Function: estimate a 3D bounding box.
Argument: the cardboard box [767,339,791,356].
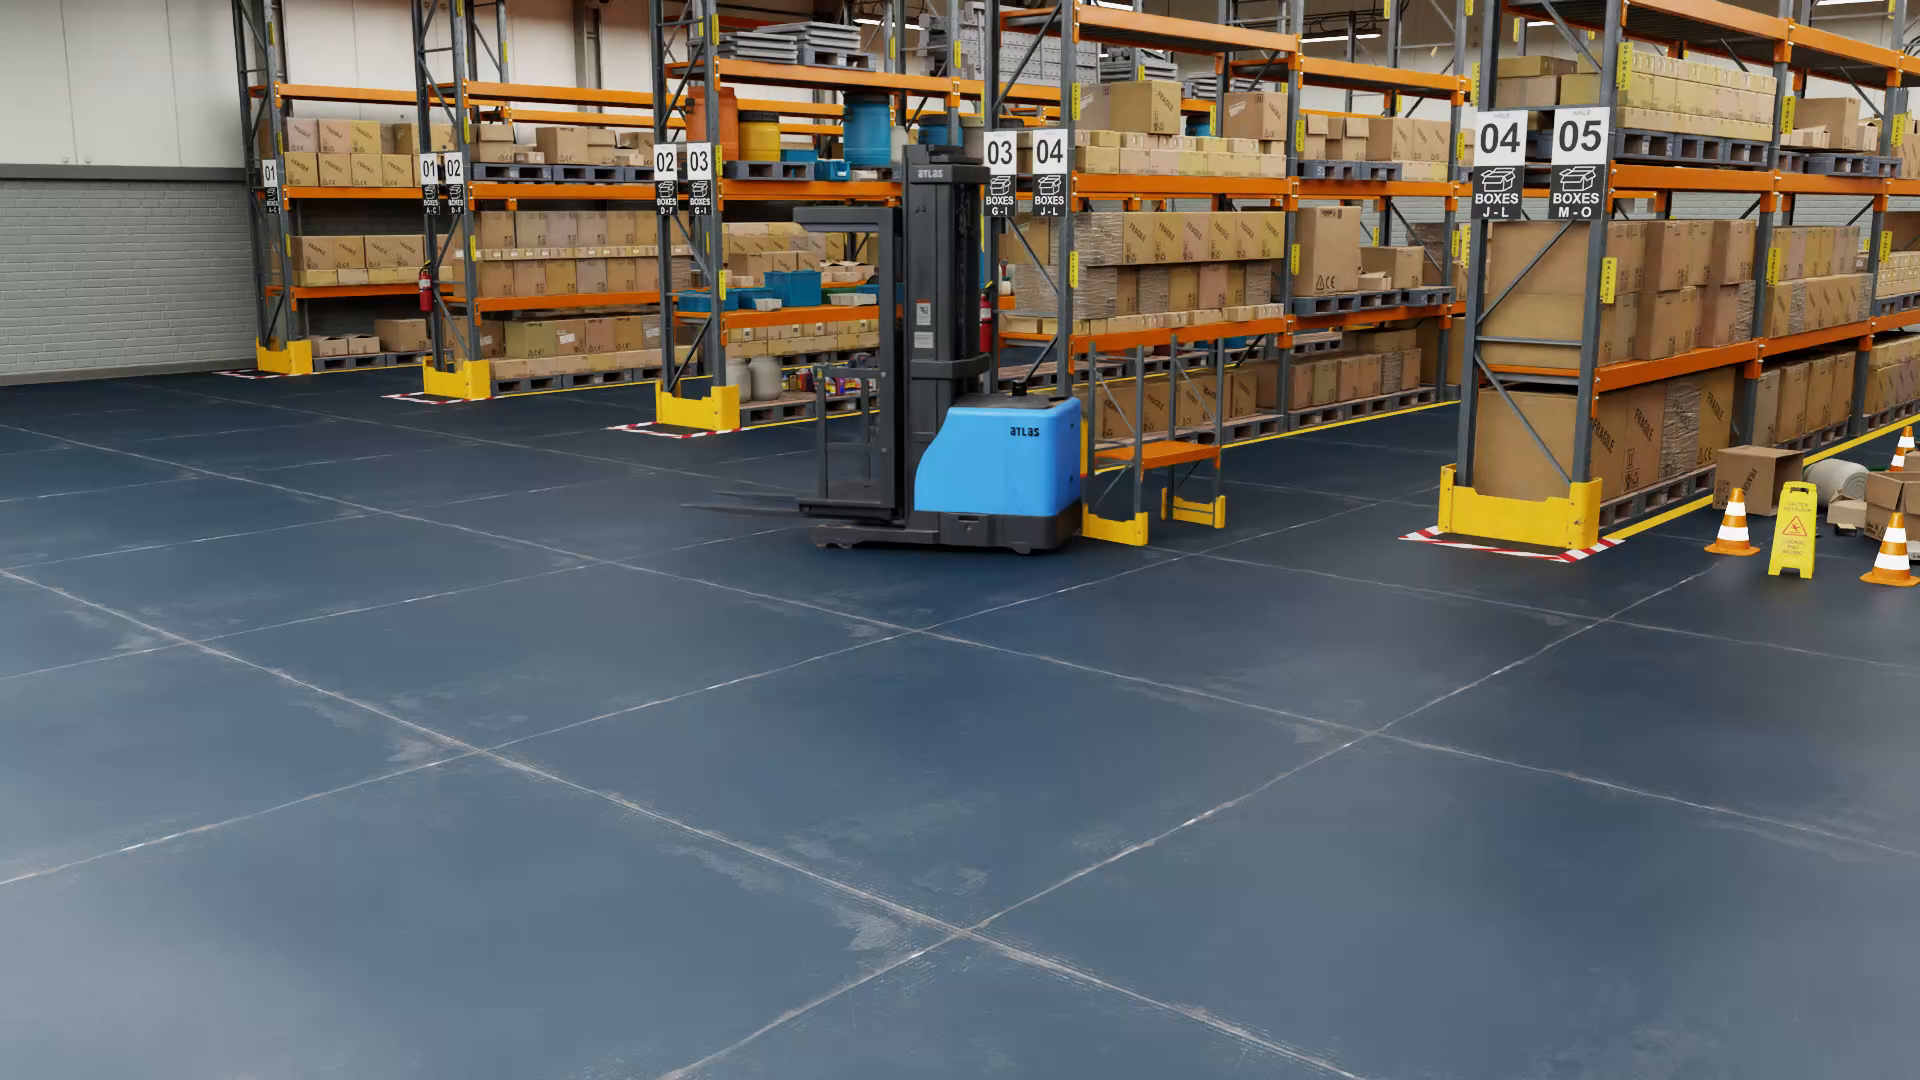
[{"bbox_3d":[-3.024,-3.060,26.323,0.500,0.250,0.500,9,15,39],"label":"cardboard box"}]

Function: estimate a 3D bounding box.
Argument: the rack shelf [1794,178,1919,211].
[{"bbox_3d":[10.904,-4.087,19.695,1.077,0.370,4.000,10,15,40],"label":"rack shelf"}]

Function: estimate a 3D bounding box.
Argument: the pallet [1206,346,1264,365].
[{"bbox_3d":[4.304,-3.084,27.615,1.003,0.211,1.213,10,15,40],"label":"pallet"}]

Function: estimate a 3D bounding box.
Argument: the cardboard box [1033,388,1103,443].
[{"bbox_3d":[1.069,-1.224,16.490,0.500,0.500,0.500,-9,14,-37],"label":"cardboard box"}]

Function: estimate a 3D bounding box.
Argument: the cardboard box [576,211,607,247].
[{"bbox_3d":[-5.437,-4.422,23.622,0.700,0.500,0.500,10,15,40],"label":"cardboard box"}]

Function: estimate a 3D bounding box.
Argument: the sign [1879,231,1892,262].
[{"bbox_3d":[10.003,-3.171,17.975,0.100,0.325,0.005,10,15,40],"label":"sign"}]

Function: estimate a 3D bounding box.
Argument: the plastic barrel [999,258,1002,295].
[{"bbox_3d":[0.360,-3.562,22.540,0.433,0.535,0.433,0,11,0],"label":"plastic barrel"}]

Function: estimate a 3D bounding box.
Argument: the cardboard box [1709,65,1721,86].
[{"bbox_3d":[5.939,-3.762,13.506,0.380,0.149,0.250,10,15,41],"label":"cardboard box"}]

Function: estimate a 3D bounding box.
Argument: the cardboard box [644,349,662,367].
[{"bbox_3d":[-4.634,-2.713,24.583,0.500,0.250,0.500,10,15,40],"label":"cardboard box"}]

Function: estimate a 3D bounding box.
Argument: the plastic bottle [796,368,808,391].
[{"bbox_3d":[-2.007,-2.035,21.072,0.152,0.276,0.135,10,15,41],"label":"plastic bottle"}]

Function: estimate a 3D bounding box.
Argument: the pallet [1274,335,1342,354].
[{"bbox_3d":[6.106,-3.486,29.626,1.003,0.211,1.213,10,15,40],"label":"pallet"}]

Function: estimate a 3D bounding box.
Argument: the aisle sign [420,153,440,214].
[{"bbox_3d":[-7.059,-4.739,22.140,0.394,0.787,0.004,10,15,40],"label":"aisle sign"}]

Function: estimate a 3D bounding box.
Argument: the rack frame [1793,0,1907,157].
[{"bbox_3d":[9.584,-5.617,17.858,1.000,3.000,0.127,10,15,40],"label":"rack frame"}]

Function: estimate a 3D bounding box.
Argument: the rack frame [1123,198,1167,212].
[{"bbox_3d":[3.767,-5.789,34.039,1.000,3.000,0.127,10,15,40],"label":"rack frame"}]

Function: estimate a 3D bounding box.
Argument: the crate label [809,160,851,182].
[{"bbox_3d":[-1.593,-4.425,19.929,0.502,0.251,0.408,10,15,40],"label":"crate label"}]

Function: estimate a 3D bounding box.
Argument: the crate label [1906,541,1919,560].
[{"bbox_3d":[6.817,0.084,11.942,0.250,0.136,0.298,2,12,11],"label":"crate label"}]

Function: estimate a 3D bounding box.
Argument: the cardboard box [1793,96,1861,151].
[{"bbox_3d":[8.647,-4.158,16.629,0.500,0.500,0.500,10,15,40],"label":"cardboard box"}]

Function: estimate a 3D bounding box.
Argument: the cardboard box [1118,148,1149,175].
[{"bbox_3d":[1.492,-3.666,16.130,0.500,0.250,0.500,9,15,39],"label":"cardboard box"}]

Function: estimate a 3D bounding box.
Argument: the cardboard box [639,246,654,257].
[{"bbox_3d":[-4.681,-4.210,24.218,0.380,0.149,0.250,10,15,40],"label":"cardboard box"}]

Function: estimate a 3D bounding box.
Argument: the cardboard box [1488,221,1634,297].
[{"bbox_3d":[4.577,-2.151,12.680,0.875,0.550,0.550,10,15,40],"label":"cardboard box"}]

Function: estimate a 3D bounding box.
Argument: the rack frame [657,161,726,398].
[{"bbox_3d":[-3.077,-2.794,19.044,1.000,3.000,0.127,10,15,40],"label":"rack frame"}]

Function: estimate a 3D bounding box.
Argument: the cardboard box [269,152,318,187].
[{"bbox_3d":[-10.110,-5.622,25.236,0.500,0.500,0.500,10,15,42],"label":"cardboard box"}]

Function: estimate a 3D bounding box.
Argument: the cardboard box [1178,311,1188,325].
[{"bbox_3d":[2.139,-2.304,17.230,0.380,0.149,0.250,10,15,40],"label":"cardboard box"}]

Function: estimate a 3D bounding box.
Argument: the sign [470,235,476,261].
[{"bbox_3d":[-6.382,-3.826,21.797,0.100,0.325,0.005,10,15,40],"label":"sign"}]

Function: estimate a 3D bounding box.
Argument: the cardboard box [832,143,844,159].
[{"bbox_3d":[-2.311,-7.994,34.558,0.500,0.500,0.500,10,15,40],"label":"cardboard box"}]

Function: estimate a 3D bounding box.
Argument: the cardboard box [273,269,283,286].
[{"bbox_3d":[-10.356,-4.105,25.939,0.500,0.250,0.500,10,15,41],"label":"cardboard box"}]

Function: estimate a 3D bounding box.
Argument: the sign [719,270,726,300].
[{"bbox_3d":[-2.666,-2.858,18.657,0.100,0.325,0.005,10,15,40],"label":"sign"}]

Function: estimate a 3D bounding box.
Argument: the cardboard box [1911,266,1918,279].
[{"bbox_3d":[11.242,-3.214,19.952,0.380,0.149,0.250,10,15,41],"label":"cardboard box"}]

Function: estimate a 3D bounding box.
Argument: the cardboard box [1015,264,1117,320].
[{"bbox_3d":[1.027,-2.426,16.186,0.875,0.500,0.500,10,15,40],"label":"cardboard box"}]

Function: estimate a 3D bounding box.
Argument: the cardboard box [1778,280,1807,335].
[{"bbox_3d":[7.825,-2.252,16.075,0.500,0.500,0.500,10,15,41],"label":"cardboard box"}]

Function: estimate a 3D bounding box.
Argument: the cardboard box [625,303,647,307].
[{"bbox_3d":[-6.097,-4.422,30.535,0.500,0.250,0.500,10,15,41],"label":"cardboard box"}]

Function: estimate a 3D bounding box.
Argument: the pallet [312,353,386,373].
[{"bbox_3d":[-9.906,-2.834,26.361,1.003,0.211,1.213,10,15,40],"label":"pallet"}]

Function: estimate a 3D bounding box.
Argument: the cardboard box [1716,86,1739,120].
[{"bbox_3d":[6.146,-3.631,13.872,0.500,0.250,0.500,10,15,40],"label":"cardboard box"}]

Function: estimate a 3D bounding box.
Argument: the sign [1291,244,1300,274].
[{"bbox_3d":[3.697,-3.098,18.354,0.100,0.325,0.005,10,15,40],"label":"sign"}]

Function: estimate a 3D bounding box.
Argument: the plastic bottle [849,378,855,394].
[{"bbox_3d":[-1.353,-1.964,20.728,0.097,0.271,0.097,0,11,0],"label":"plastic bottle"}]

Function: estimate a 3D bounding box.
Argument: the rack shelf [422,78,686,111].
[{"bbox_3d":[-5.475,-6.123,23.248,1.077,0.370,4.000,10,15,40],"label":"rack shelf"}]

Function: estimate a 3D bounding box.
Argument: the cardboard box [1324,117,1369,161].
[{"bbox_3d":[4.290,-4.665,19.416,0.797,0.503,0.637,11,15,43],"label":"cardboard box"}]

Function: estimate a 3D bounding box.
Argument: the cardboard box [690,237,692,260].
[{"bbox_3d":[-5.124,-5.561,31.828,0.500,0.500,0.500,10,15,41],"label":"cardboard box"}]

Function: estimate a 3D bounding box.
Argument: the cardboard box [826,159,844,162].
[{"bbox_3d":[-2.104,-6.062,27.057,0.500,0.250,0.500,10,15,42],"label":"cardboard box"}]

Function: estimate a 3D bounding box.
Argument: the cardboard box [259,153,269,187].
[{"bbox_3d":[-10.433,-5.699,25.623,0.500,0.500,0.500,-11,16,-43],"label":"cardboard box"}]

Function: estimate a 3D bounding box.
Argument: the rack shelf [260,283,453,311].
[{"bbox_3d":[-9.198,-4.017,27.001,1.077,0.370,4.000,10,15,40],"label":"rack shelf"}]

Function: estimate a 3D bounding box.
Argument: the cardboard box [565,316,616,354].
[{"bbox_3d":[-5.282,-2.931,23.762,0.500,0.500,0.500,10,15,40],"label":"cardboard box"}]

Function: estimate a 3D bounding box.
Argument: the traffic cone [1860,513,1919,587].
[{"bbox_3d":[6.345,0.048,11.291,0.336,0.463,0.334,10,15,40],"label":"traffic cone"}]

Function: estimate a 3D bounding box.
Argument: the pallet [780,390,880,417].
[{"bbox_3d":[-1.716,-1.742,20.893,1.003,0.211,1.213,10,15,40],"label":"pallet"}]

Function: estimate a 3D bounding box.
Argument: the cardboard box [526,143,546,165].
[{"bbox_3d":[-5.866,-5.423,23.342,0.500,0.311,0.500,-10,15,-41],"label":"cardboard box"}]

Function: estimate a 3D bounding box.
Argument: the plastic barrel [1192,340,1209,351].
[{"bbox_3d":[4.005,-3.555,27.136,0.600,0.901,0.708,10,15,40],"label":"plastic barrel"}]

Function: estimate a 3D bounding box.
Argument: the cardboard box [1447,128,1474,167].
[{"bbox_3d":[6.273,-5.158,21.881,0.797,0.503,0.637,11,16,44],"label":"cardboard box"}]

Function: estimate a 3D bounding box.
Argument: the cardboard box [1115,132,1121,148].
[{"bbox_3d":[1.317,-3.836,15.967,0.380,0.149,0.250,9,15,39],"label":"cardboard box"}]

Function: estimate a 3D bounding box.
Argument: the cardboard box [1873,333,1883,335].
[{"bbox_3d":[11.188,-2.458,20.755,0.500,0.250,0.500,10,15,42],"label":"cardboard box"}]

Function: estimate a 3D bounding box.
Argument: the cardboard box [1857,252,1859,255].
[{"bbox_3d":[10.766,-3.449,20.372,0.380,0.149,0.250,11,15,42],"label":"cardboard box"}]

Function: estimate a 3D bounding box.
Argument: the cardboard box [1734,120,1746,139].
[{"bbox_3d":[6.439,-3.481,14.138,0.380,0.149,0.250,10,15,41],"label":"cardboard box"}]

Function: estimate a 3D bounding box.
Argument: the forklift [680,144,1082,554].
[{"bbox_3d":[-0.632,-1.474,12.607,3.031,2.935,1.130,3,12,15],"label":"forklift"}]

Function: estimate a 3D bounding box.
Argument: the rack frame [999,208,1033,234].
[{"bbox_3d":[1.126,-5.201,31.092,1.000,3.000,0.127,10,15,40],"label":"rack frame"}]

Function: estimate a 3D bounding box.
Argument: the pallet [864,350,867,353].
[{"bbox_3d":[-0.993,-3.350,28.945,1.003,0.211,1.213,10,15,40],"label":"pallet"}]

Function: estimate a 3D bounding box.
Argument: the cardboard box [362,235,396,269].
[{"bbox_3d":[-9.298,-4.557,26.287,0.500,0.500,0.500,9,14,39],"label":"cardboard box"}]

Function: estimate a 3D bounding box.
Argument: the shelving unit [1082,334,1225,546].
[{"bbox_3d":[1.526,-0.803,12.901,0.587,1.500,1.083,11,16,43],"label":"shelving unit"}]
